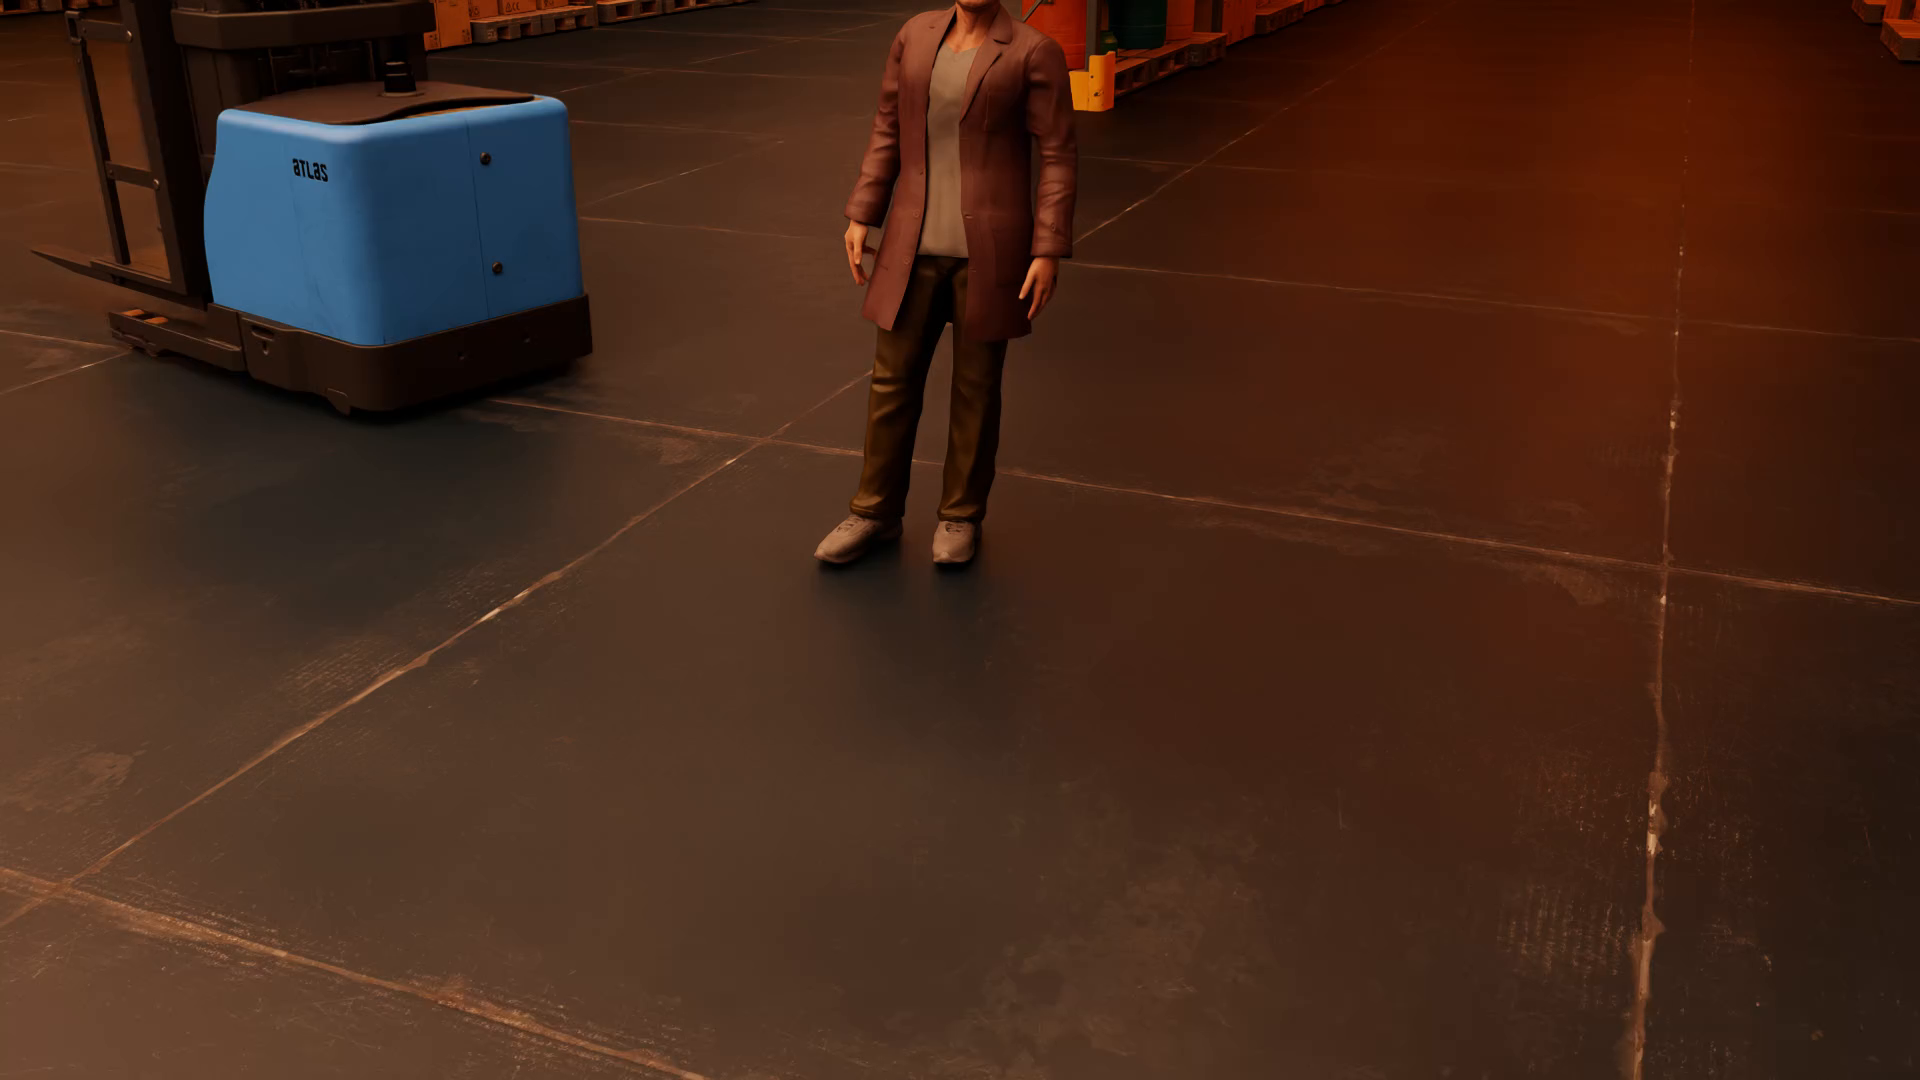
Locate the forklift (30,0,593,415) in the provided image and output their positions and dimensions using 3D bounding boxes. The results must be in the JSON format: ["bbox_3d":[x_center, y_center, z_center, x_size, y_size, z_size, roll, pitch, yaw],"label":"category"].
[{"bbox_3d":[-2.958,-2.254,6.686,3.031,2.935,1.130,17,28,35],"label":"forklift"}]

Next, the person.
[{"bbox_3d":[-0.039,-0.795,4.672,0.696,1.775,0.582,9,24,21],"label":"person"}]
